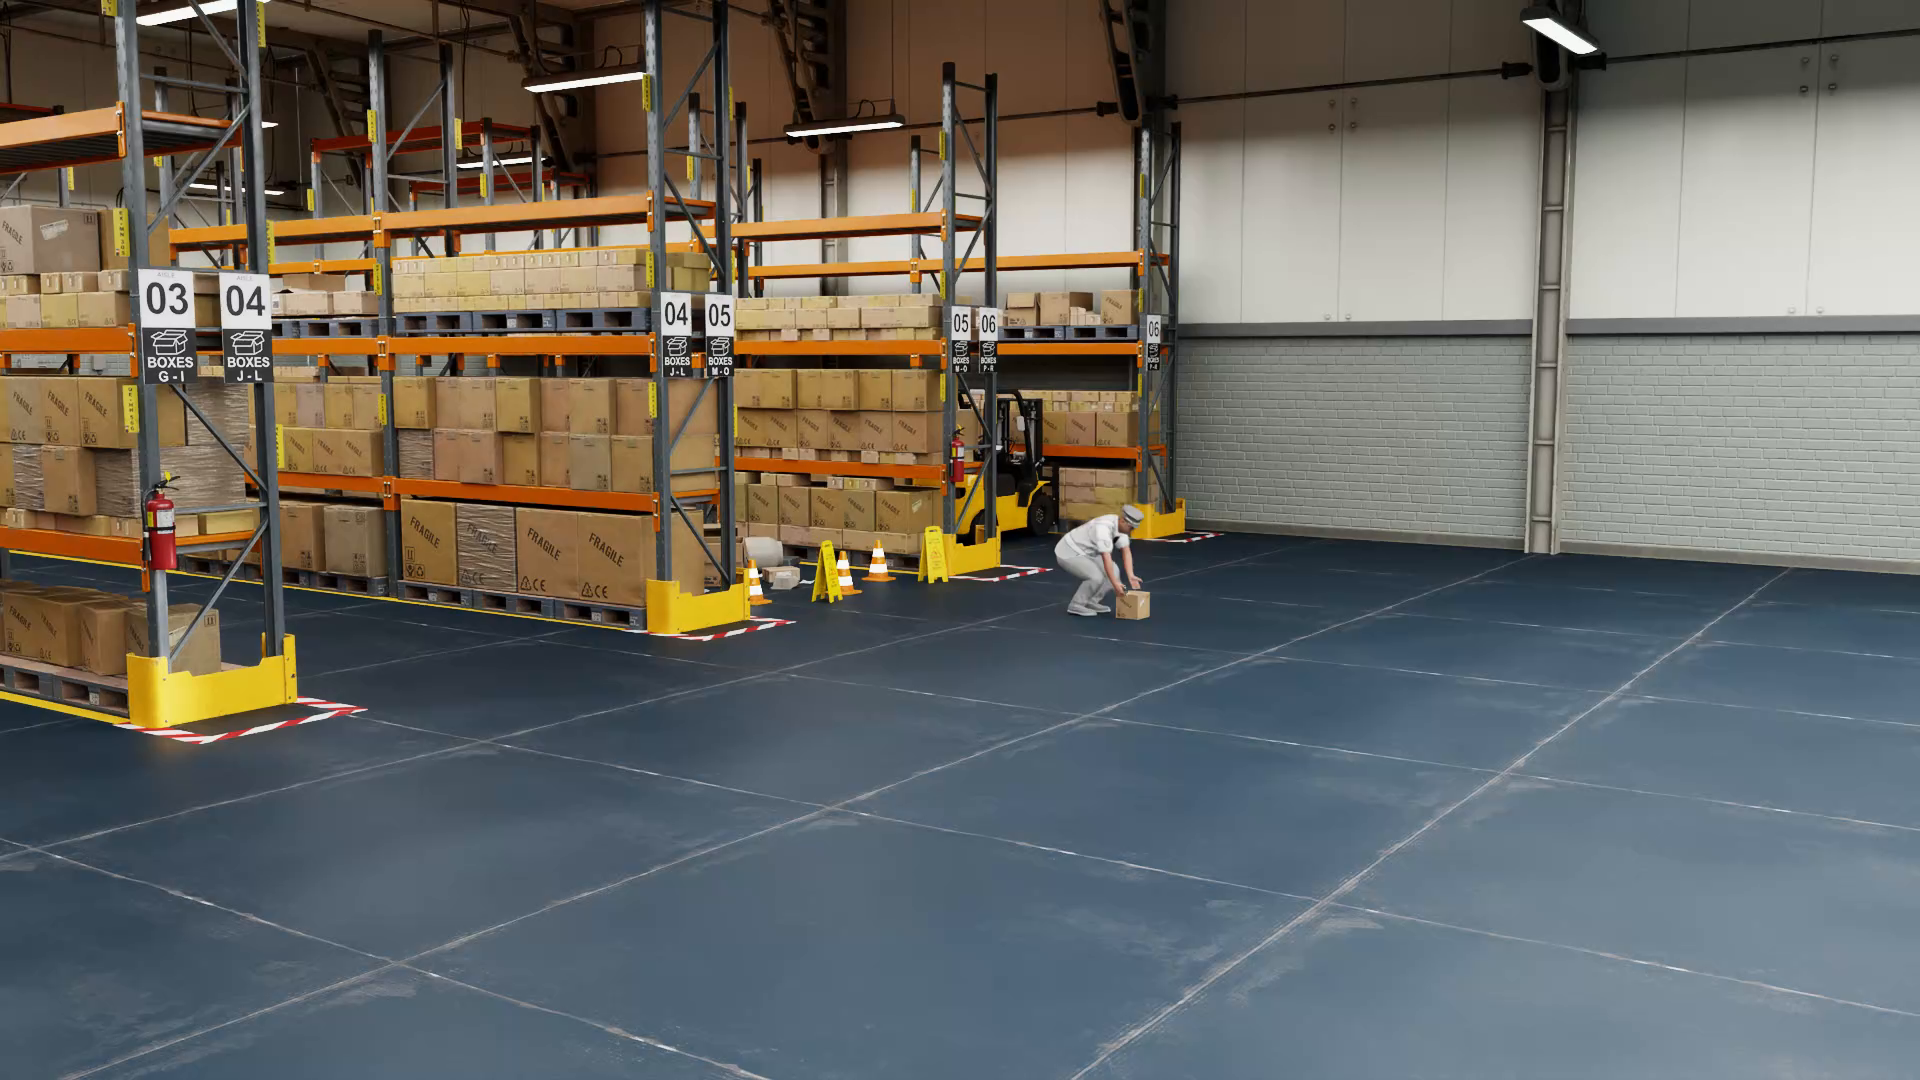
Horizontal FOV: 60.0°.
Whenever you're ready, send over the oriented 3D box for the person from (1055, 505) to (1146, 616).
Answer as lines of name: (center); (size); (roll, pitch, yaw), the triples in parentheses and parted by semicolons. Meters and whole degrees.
person: (1.435, 0.195, 16.867); (0.922, 1.124, 0.576); (4, 7, 33)
